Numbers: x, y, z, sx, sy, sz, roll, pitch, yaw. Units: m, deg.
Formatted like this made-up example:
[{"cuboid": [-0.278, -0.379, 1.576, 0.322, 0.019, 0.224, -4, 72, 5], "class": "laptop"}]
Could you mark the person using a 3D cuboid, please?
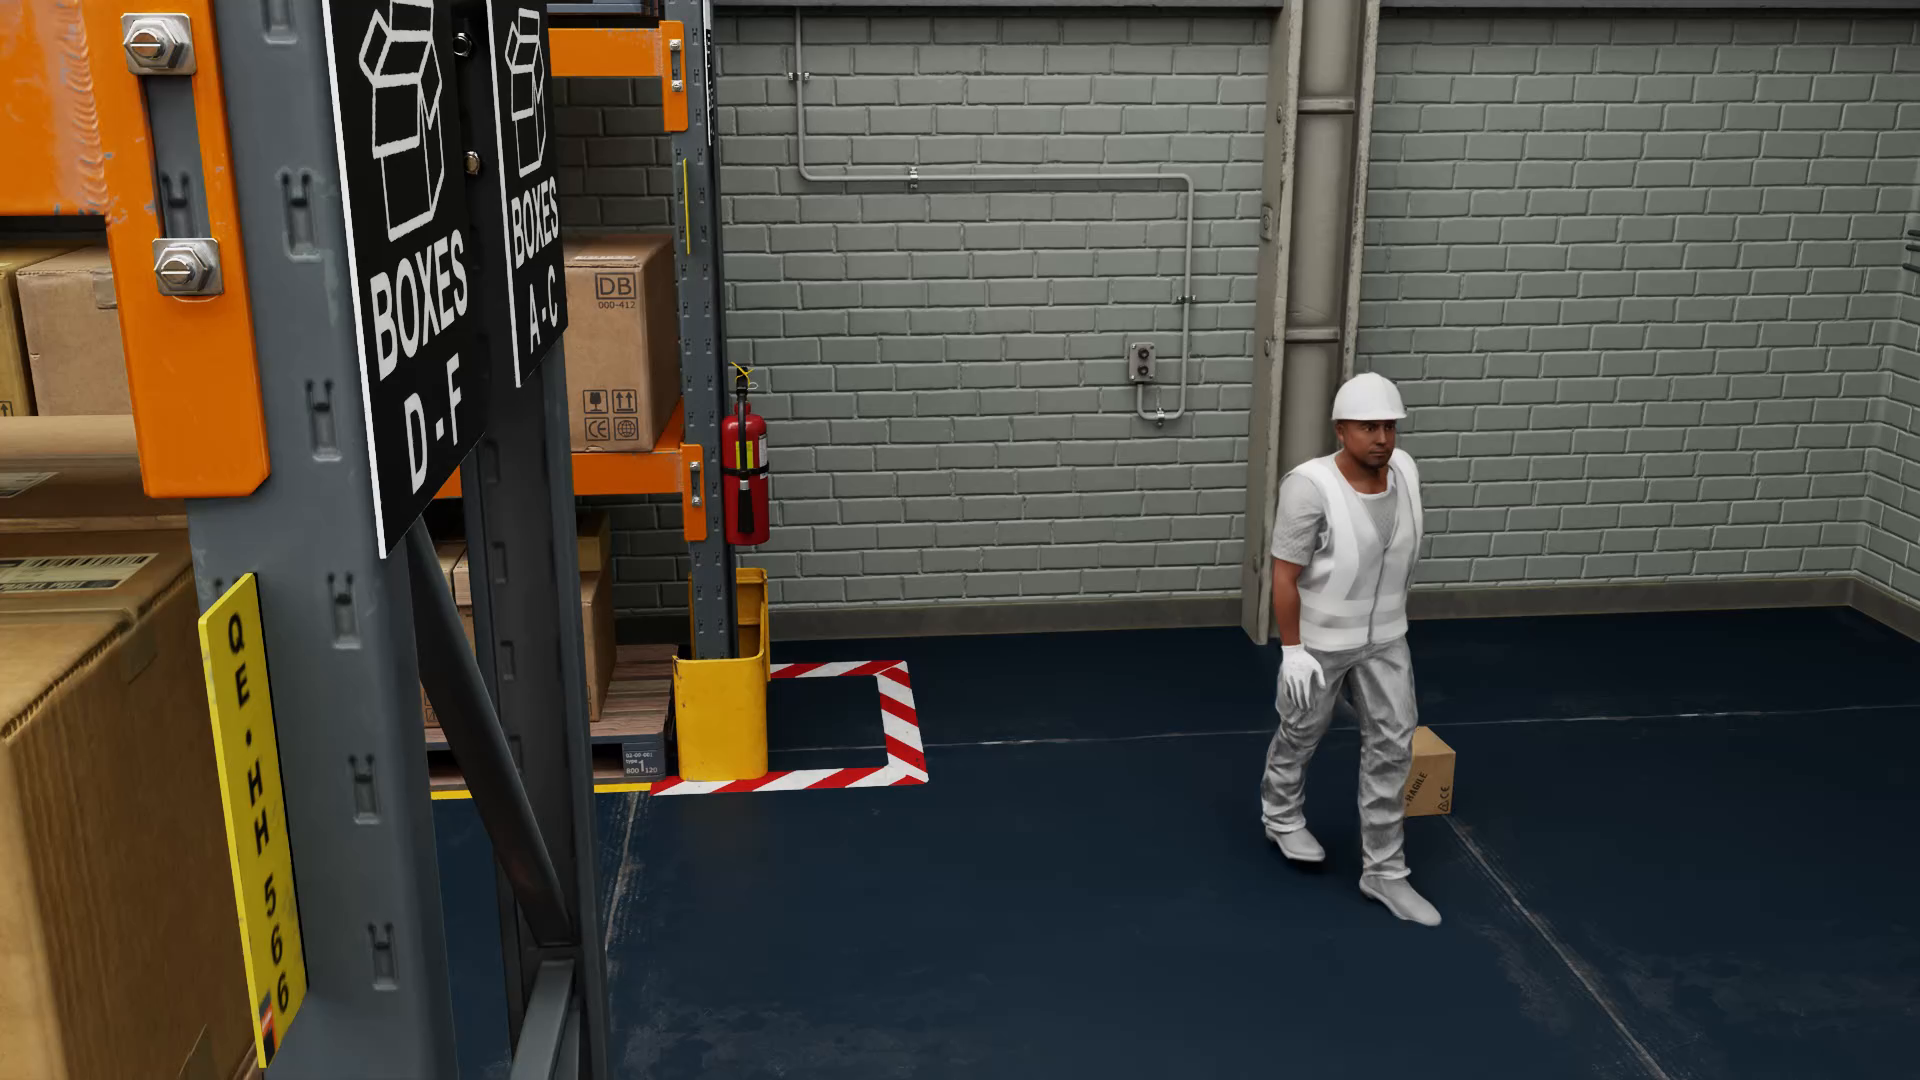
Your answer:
[{"cuboid": [1.251, 0.333, 5.418, 0.593, 1.802, 0.713, -6, 17, -18], "class": "person"}]
